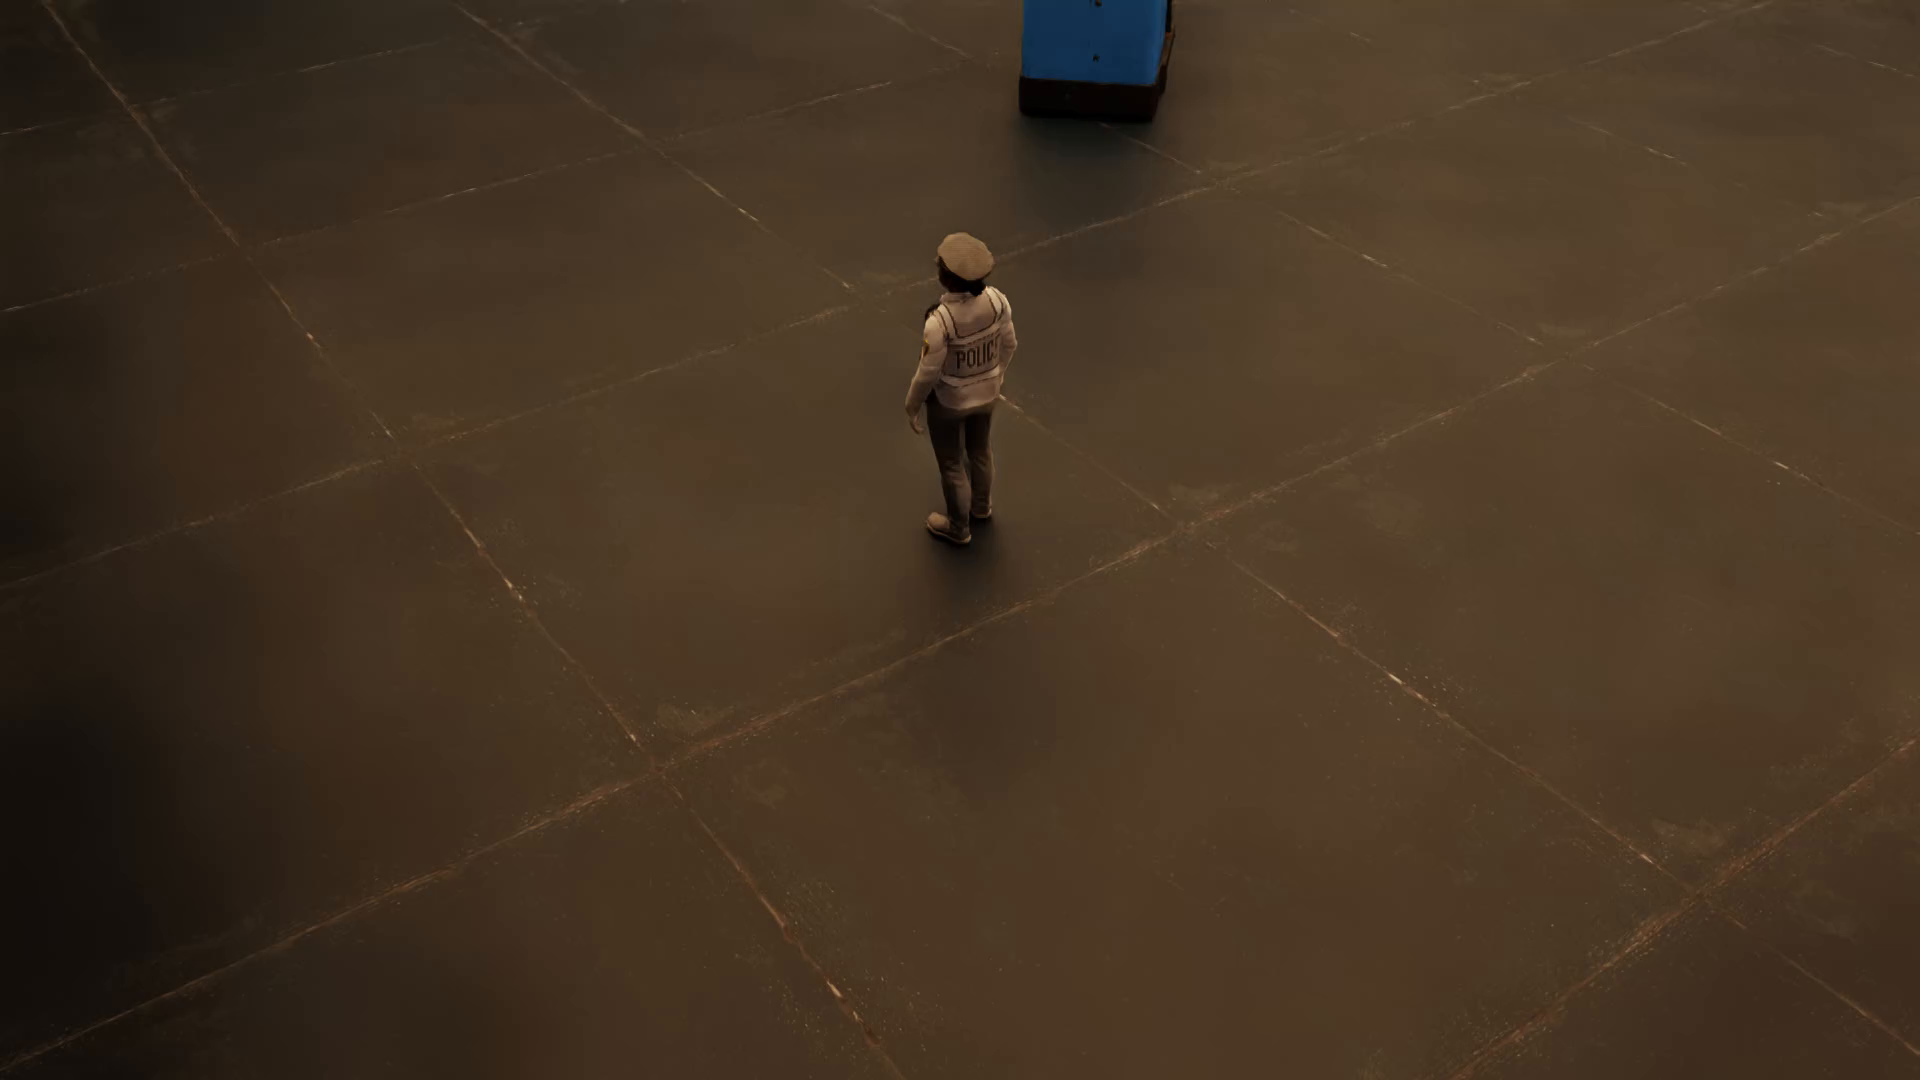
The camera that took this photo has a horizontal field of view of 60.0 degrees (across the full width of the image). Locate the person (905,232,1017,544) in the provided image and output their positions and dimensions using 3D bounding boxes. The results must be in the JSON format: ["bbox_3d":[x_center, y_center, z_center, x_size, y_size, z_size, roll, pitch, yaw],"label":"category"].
[{"bbox_3d":[-0.034,-0.723,7.949,0.586,1.695,0.533,-23,42,-28],"label":"person"}]

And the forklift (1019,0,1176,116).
[{"bbox_3d":[1.216,-5.279,13.084,1.130,2.935,3.031,6,37,8],"label":"forklift"}]
